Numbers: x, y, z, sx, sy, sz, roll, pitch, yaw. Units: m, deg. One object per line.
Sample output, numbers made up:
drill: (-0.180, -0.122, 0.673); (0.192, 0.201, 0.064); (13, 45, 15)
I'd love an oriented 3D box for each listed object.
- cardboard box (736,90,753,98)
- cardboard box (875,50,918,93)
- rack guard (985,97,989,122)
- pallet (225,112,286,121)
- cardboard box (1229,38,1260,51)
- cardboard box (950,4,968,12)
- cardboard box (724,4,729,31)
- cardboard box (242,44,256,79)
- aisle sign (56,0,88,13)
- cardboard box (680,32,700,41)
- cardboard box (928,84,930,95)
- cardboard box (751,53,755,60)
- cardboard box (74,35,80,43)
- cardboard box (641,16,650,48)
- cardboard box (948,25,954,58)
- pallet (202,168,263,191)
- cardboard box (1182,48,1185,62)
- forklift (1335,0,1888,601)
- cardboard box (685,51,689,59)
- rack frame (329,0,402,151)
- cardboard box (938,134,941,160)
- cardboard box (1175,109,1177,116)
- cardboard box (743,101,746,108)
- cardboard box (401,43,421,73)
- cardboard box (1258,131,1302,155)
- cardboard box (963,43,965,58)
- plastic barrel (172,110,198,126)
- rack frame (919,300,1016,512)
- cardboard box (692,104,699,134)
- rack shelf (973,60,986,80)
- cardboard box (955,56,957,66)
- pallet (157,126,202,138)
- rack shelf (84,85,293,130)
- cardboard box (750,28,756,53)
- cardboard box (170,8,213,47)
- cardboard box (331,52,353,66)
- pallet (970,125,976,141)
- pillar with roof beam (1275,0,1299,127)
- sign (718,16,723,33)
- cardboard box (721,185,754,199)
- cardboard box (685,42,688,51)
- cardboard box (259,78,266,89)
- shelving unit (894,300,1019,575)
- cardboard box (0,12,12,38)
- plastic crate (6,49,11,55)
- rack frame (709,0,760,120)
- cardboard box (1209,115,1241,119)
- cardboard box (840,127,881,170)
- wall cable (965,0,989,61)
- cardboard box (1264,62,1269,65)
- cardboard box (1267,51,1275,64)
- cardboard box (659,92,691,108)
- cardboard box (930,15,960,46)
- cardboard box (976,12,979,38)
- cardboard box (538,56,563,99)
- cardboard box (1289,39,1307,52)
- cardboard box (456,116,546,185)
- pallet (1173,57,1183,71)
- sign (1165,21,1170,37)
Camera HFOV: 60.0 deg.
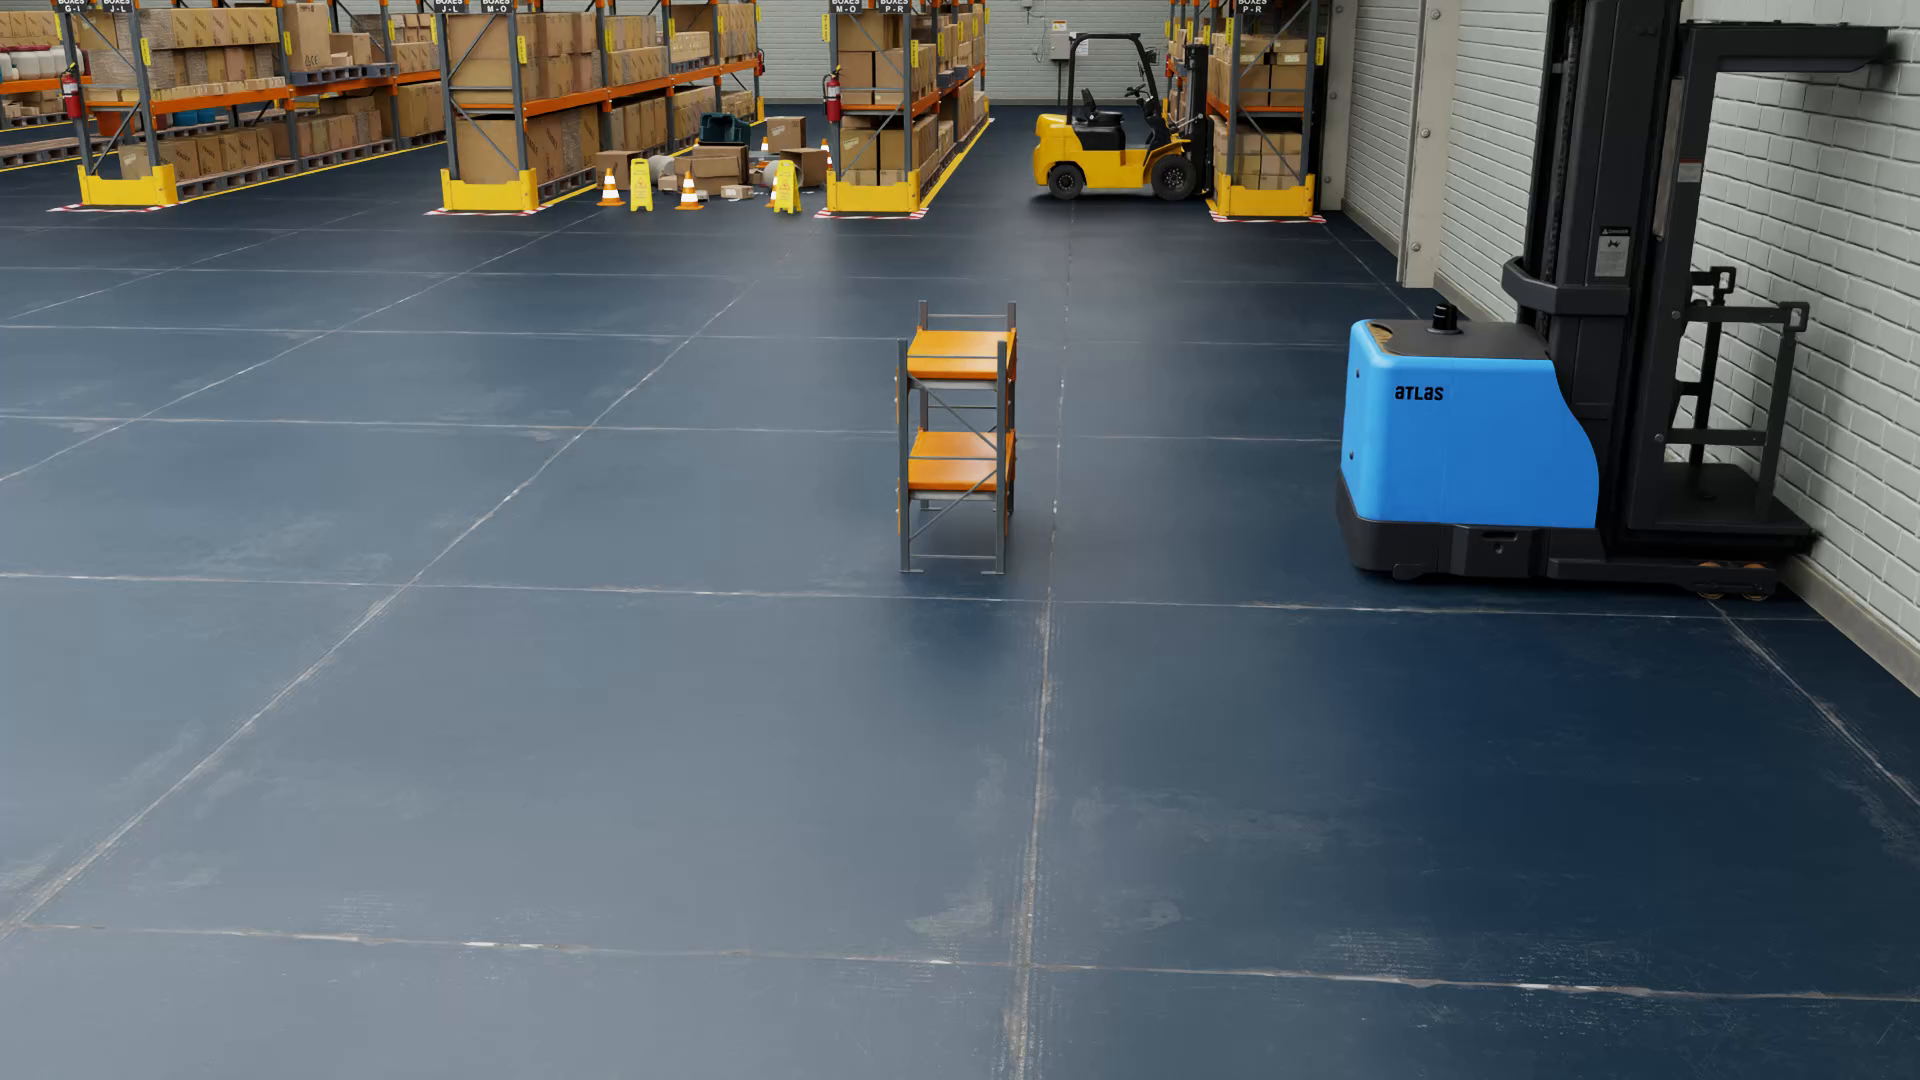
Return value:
cardboard box: (-4.695, -9.651, 36.008); (0.380, 0.149, 0.250); (1, 18, 5)
cardboard box: (-0.802, -5.975, 21.202); (0.500, 0.500, 0.500); (1, 18, 3)
rack guard: (0.036, -9.434, 36.412); (1.175, 0.500, 0.348); (1, 18, 4)
pallet: (-14.978, -8.988, 35.514); (1.003, 0.211, 1.213); (1, 18, 4)
cardboard box: (3.633, -6.308, 21.176); (0.380, 0.149, 0.250); (2, 18, 5)
cardboard box: (0.008, -10.456, 32.707); (0.380, 0.149, 0.250); (1, 18, 3)
cardboard box: (-4.899, -10.411, 33.136); (0.500, 0.500, 0.500); (1, 18, 2)
cardboard box: (-10.875, -7.005, 24.345); (0.875, 0.500, 0.500); (1, 18, 4)
aisle sign: (-11.300, -7.089, 21.066); (0.394, 0.787, 0.004); (1, 18, 4)
cardboard box: (-5.088, -9.440, 31.189); (0.380, 0.149, 0.250); (1, 18, 4)
cardboard box: (-0.614, -6.346, 23.376); (0.380, 0.149, 0.250); (1, 18, 3)
cardboard box: (-4.651, -10.467, 35.952); (0.380, 0.149, 0.250); (1, 18, 4)
cardboard box: (-19.525, -10.799, 36.403); (0.500, 0.500, 0.500); (1, 18, 4)
cardboard box: (-5.560, -8.435, 27.583); (0.700, 0.500, 0.500); (1, 18, 3)
cardboard box: (-0.355, -8.053, 26.871); (0.500, 0.500, 0.500); (0, 18, 0)
pallet: (-10.808, -5.194, 23.936); (1.003, 0.211, 1.213); (1, 18, 4)
cardboard box: (4.165, -8.483, 29.062); (0.500, 0.250, 0.500); (0, 18, 1)
forklift: (3.406, -1.290, 7.654); (3.031, 2.935, 1.130); (2, 18, 7)
cardboard box: (-5.157, -8.835, 30.299); (0.380, 0.149, 0.250); (2, 18, 5)
rack frame: (-10.423, -8.351, 29.092); (1.000, 3.000, 0.127); (1, 18, 4)
cardboard box: (-0.790, -6.001, 25.467); (0.950, 0.372, 0.625); (2, 18, 5)
cardboard box: (4.472, -8.453, 33.120); (0.396, 0.266, 0.258); (2, 18, 6)
cardboard box: (-4.723, -9.187, 35.069); (0.380, 0.149, 0.250); (2, 18, 5)
cardboard box: (-10.082, -8.704, 30.008); (0.500, 0.500, 0.500); (1, 18, 2)
cardboard box: (4.062, -5.049, 21.149); (0.500, 0.250, 0.500); (1, 18, 3)
cardboard box: (-0.170, -8.763, 29.787); (0.500, 0.250, 0.500); (1, 18, 4)
plastic barrel: (-15.183, -8.518, 32.296); (0.600, 0.901, 0.708); (1, 18, 4)
rack frame: (0.037, -0.695, 8.736); (0.500, 1.125, 0.032); (1, 18, 4)
cardboard box: (-5.113, -7.750, 30.599); (0.500, 0.500, 0.500); (1, 18, 3)
rack shelf: (-0.109, -9.651, 34.216); (1.077, 0.370, 4.000); (1, 18, 4)
cardboard box: (-0.248, -7.939, 27.563); (0.380, 0.149, 0.250); (1, 18, 3)
pallet: (-15.258, -7.760, 31.767); (1.003, 0.211, 1.213); (1, 18, 4)
rack shelf: (-10.853, -6.146, 23.517); (1.077, 0.370, 4.000); (1, 18, 4)
cardboard box: (-4.685, -10.737, 35.736); (0.500, 0.500, 0.500); (2, 18, 5)
cardboard box: (-10.608, -7.006, 22.742); (0.500, 0.500, 0.500); (1, 18, 4)
cardboard box: (-10.273, -7.963, 27.449); (0.396, 0.266, 0.258); (1, 18, 2)
pallet: (-0.232, -7.806, 31.906); (1.003, 0.211, 1.213); (1, 18, 4)
pillar with roof beam: (0.924, -10.542, 26.144); (9.100, 9.000, 0.400); (1, 18, 4)
sign: (-4.643, -9.990, 32.235); (0.100, 0.325, 0.005); (1, 18, 4)
cardboard box: (-3.033, -4.742, 22.657); (0.380, 0.149, 0.250); (12, 22, 32)
cardboard box: (-5.157, -8.976, 30.251); (0.380, 0.149, 0.250); (1, 18, 3)
cardboard box: (-10.537, -6.762, 24.647); (0.380, 0.149, 0.250); (1, 18, 4)
shelving unit: (0.000, -0.537, 8.254); (0.538, 1.125, 1.048); (1, 18, 4)
cardboard box: (-19.703, -10.478, 33.818); (0.500, 0.500, 0.500); (2, 18, 5)
plastic crate: (-15.785, -7.997, 27.909); (0.402, 0.464, 0.583); (1, 18, 4)
rack frame: (-4.910, -10.694, 36.241); (1.000, 3.000, 0.127); (1, 18, 4)
cardboard box: (3.778, -6.003, 24.061); (0.500, 0.250, 0.500); (1, 18, 3)
cardboard box: (-1.315, -5.149, 21.857); (0.500, 0.500, 0.500); (1, 18, 4)
wall cable: (0.416, -12.864, 41.183); (0.585, 1.953, 0.123); (1, 18, 4)
cardboard box: (4.167, -5.893, 21.430); (0.500, 0.500, 0.500); (2, 18, 6)
cardboard box: (4.076, -6.069, 20.925); (0.380, 0.149, 0.250); (1, 18, 4)
cardboard box: (-5.156, -7.943, 29.983); (0.500, 0.250, 0.500); (1, 18, 3)
cardboard box: (-0.259, -8.800, 28.696); (0.500, 0.500, 0.500); (1, 18, 2)
cardboard box: (0.114, -10.353, 33.435); (0.500, 0.500, 0.500); (2, 18, 5)
cardboard box: (-5.892, -6.254, 22.452); (0.875, 0.550, 0.550); (1, 18, 4)
cardboard box: (4.158, -6.213, 20.888); (0.380, 0.149, 0.250); (2, 18, 6)
cardboard box: (-6.074, -5.126, 21.988); (0.875, 0.875, 0.875); (1, 18, 4)
pallet: (4.533, -8.926, 31.154); (1.003, 0.211, 1.213); (1, 18, 4)
sign: (4.445, -10.928, 35.567); (0.100, 0.325, 0.005); (1, 18, 4)
